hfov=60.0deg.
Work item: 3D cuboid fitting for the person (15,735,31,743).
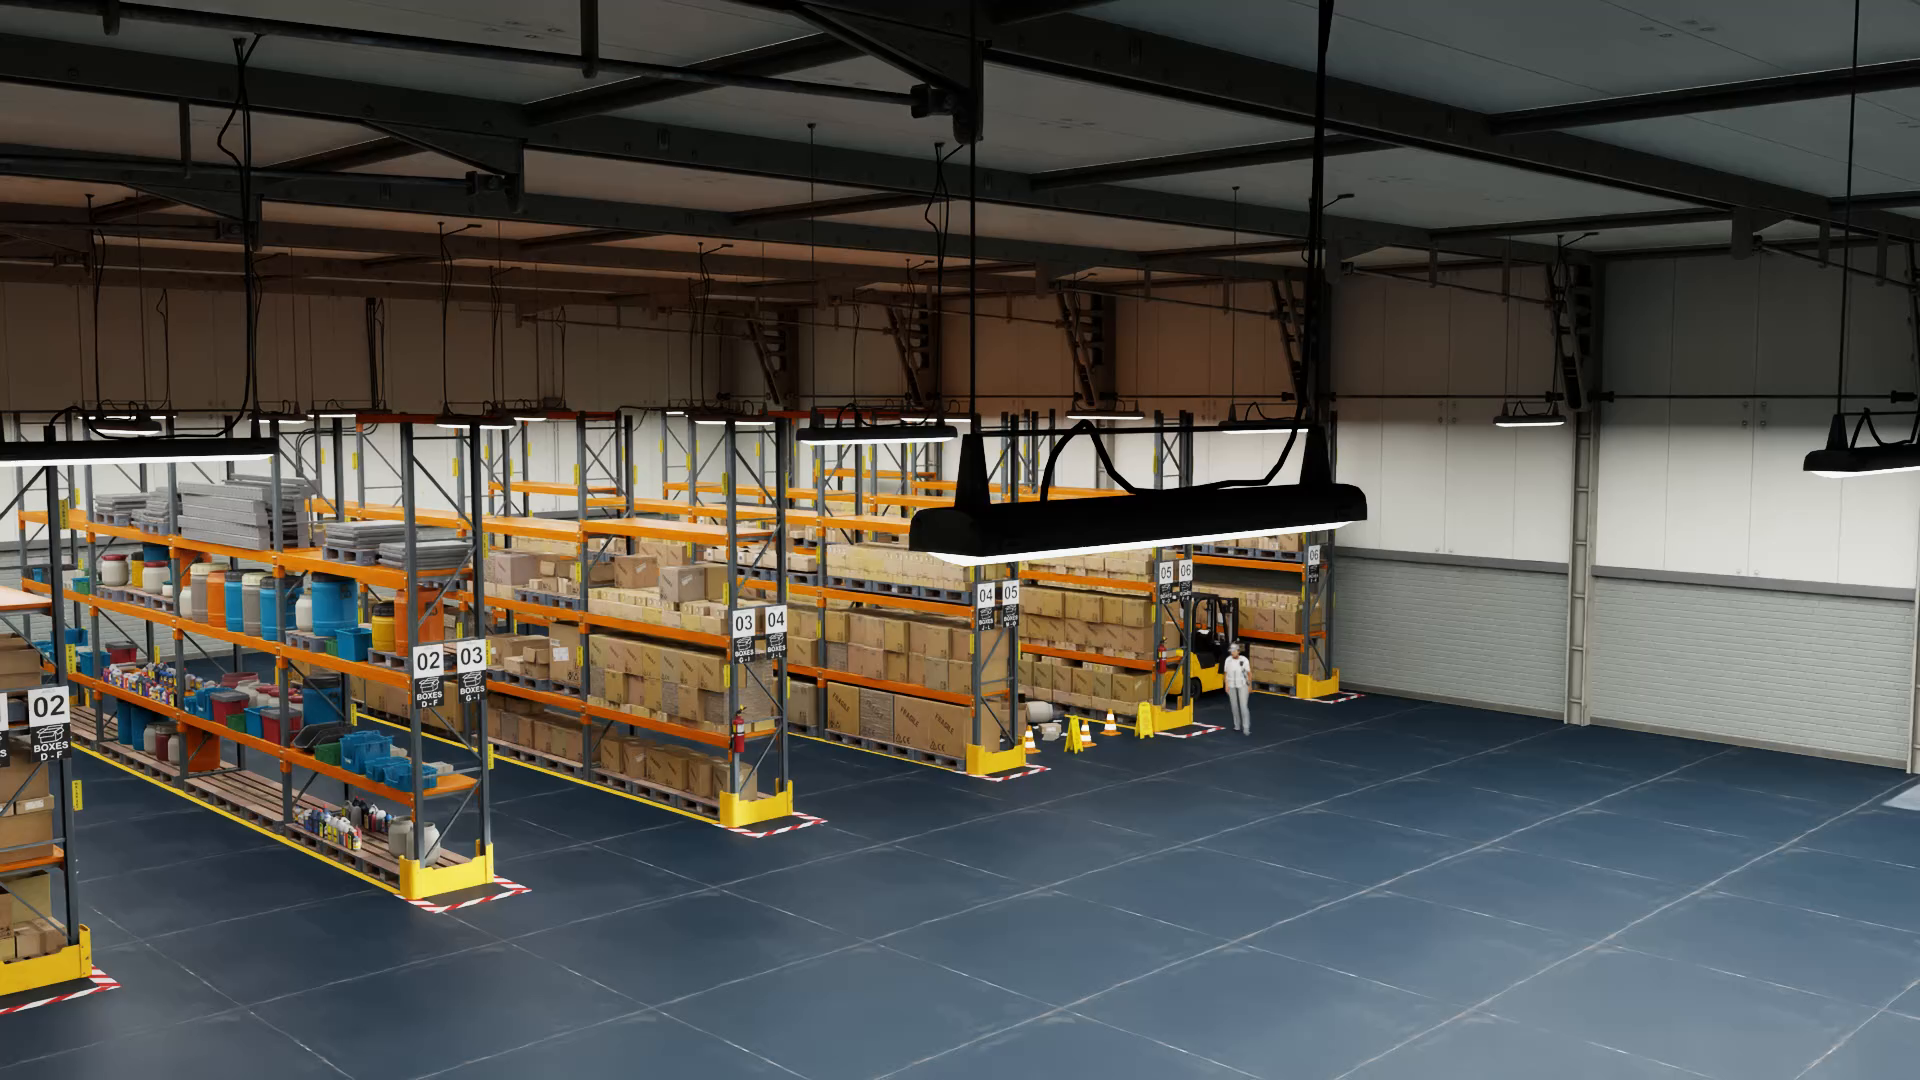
[{"bbox_3d":[-13.924,3.380,24.785,0.442,1.561,0.466,-3,6,-29],"label":"person"}]

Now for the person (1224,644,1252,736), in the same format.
[{"bbox_3d":[5.249,2.795,31.346,0.596,1.667,0.622,2,5,26],"label":"person"}]
